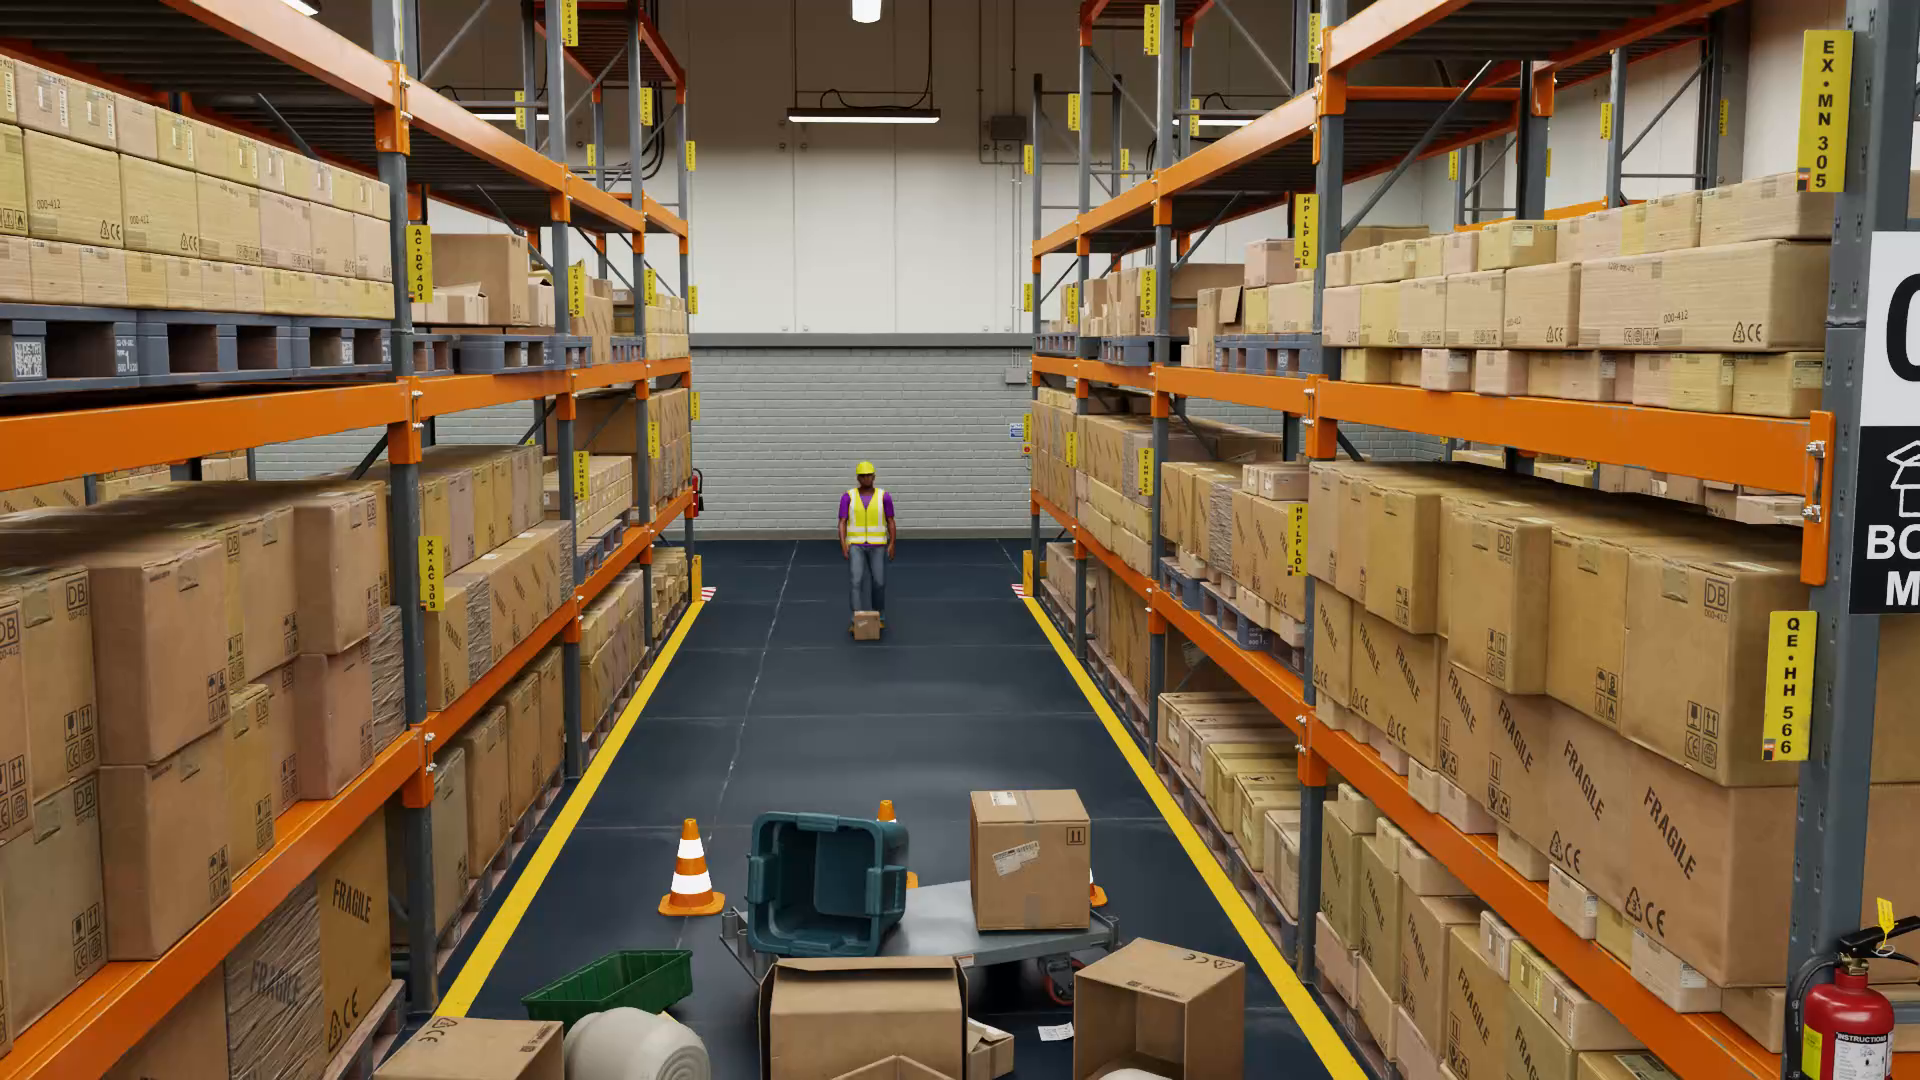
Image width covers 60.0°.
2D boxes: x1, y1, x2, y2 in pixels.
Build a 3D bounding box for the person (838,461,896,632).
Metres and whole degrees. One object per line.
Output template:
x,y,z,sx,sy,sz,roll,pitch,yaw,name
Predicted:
-0.959,0.098,17.181,0.593,1.814,0.595,0,7,-4,person
